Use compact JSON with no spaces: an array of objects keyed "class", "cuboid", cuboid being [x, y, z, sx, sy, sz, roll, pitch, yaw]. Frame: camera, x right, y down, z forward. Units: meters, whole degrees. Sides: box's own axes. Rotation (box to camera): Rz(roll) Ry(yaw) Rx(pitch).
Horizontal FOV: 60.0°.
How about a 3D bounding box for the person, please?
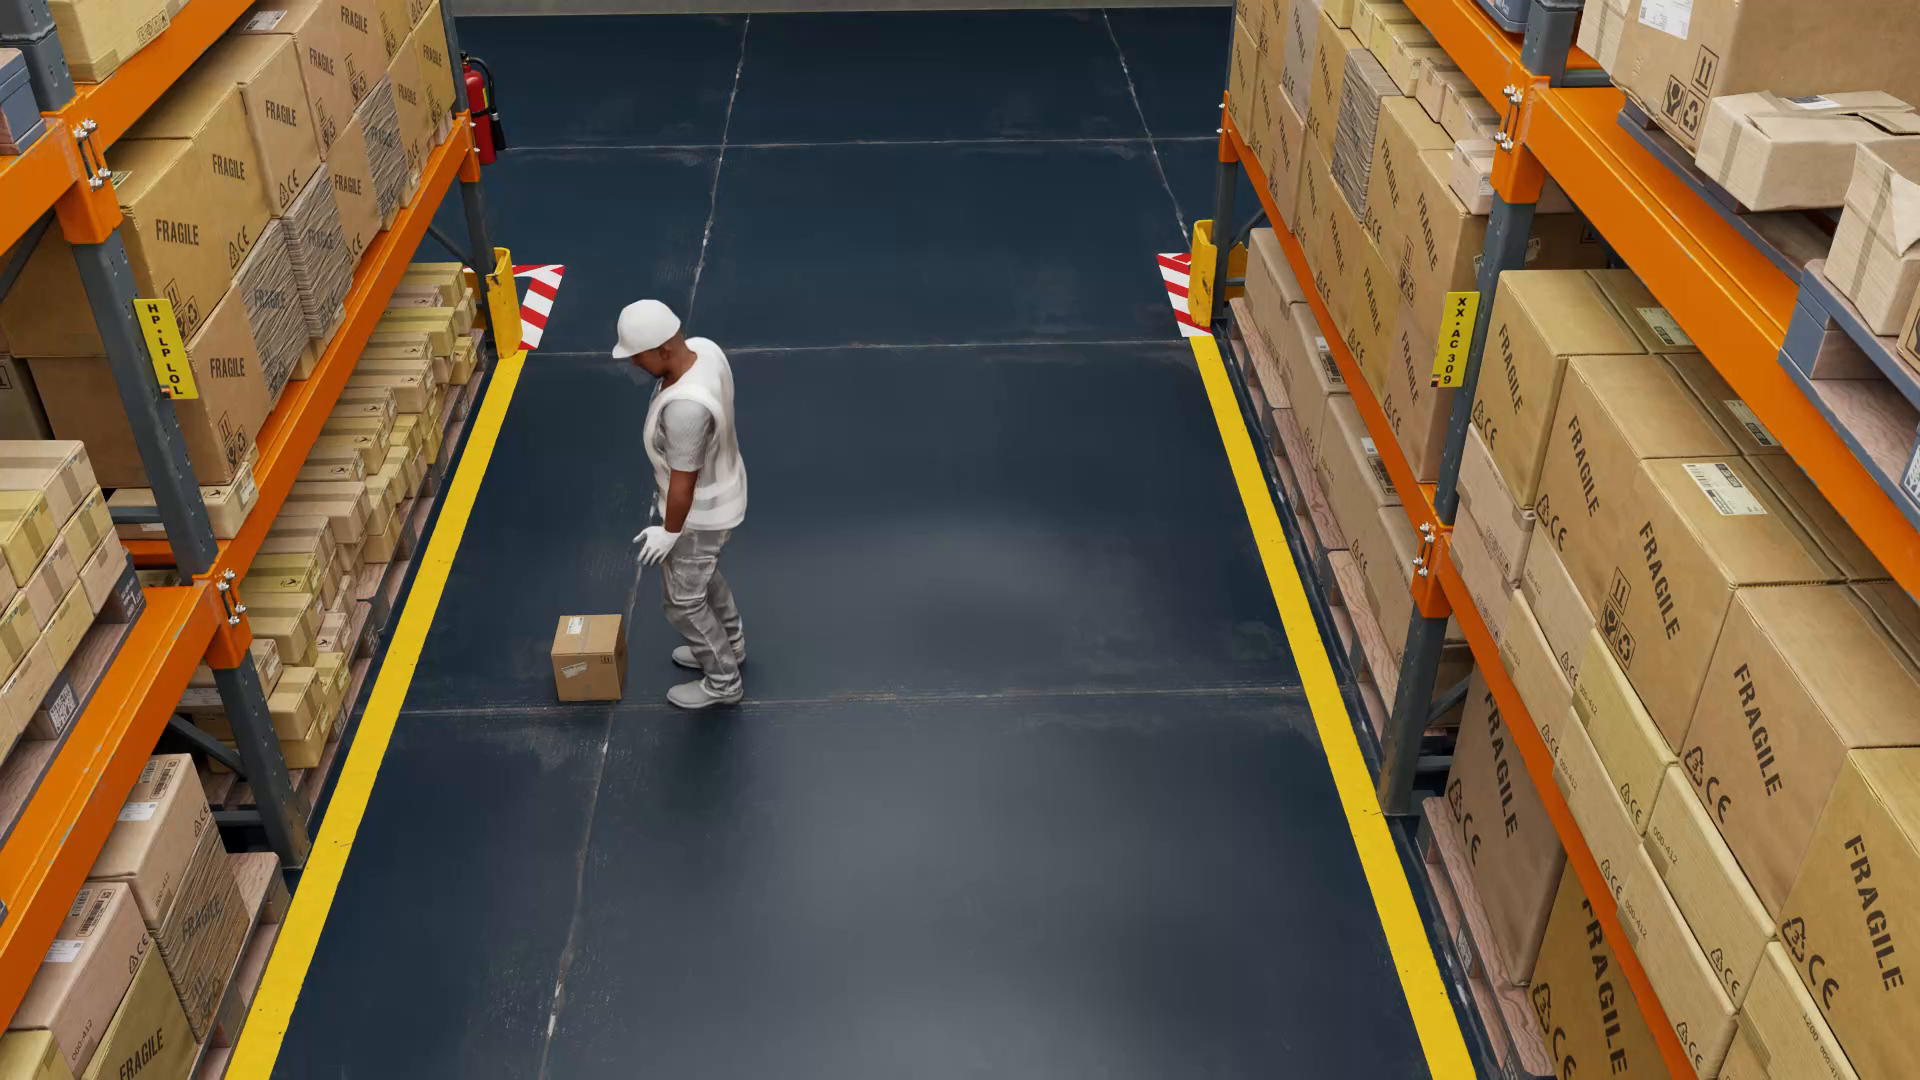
[{"class":"person","cuboid":[-1.027,-0.125,6.340,0.427,1.749,0.562,-1,35,-1]}]
